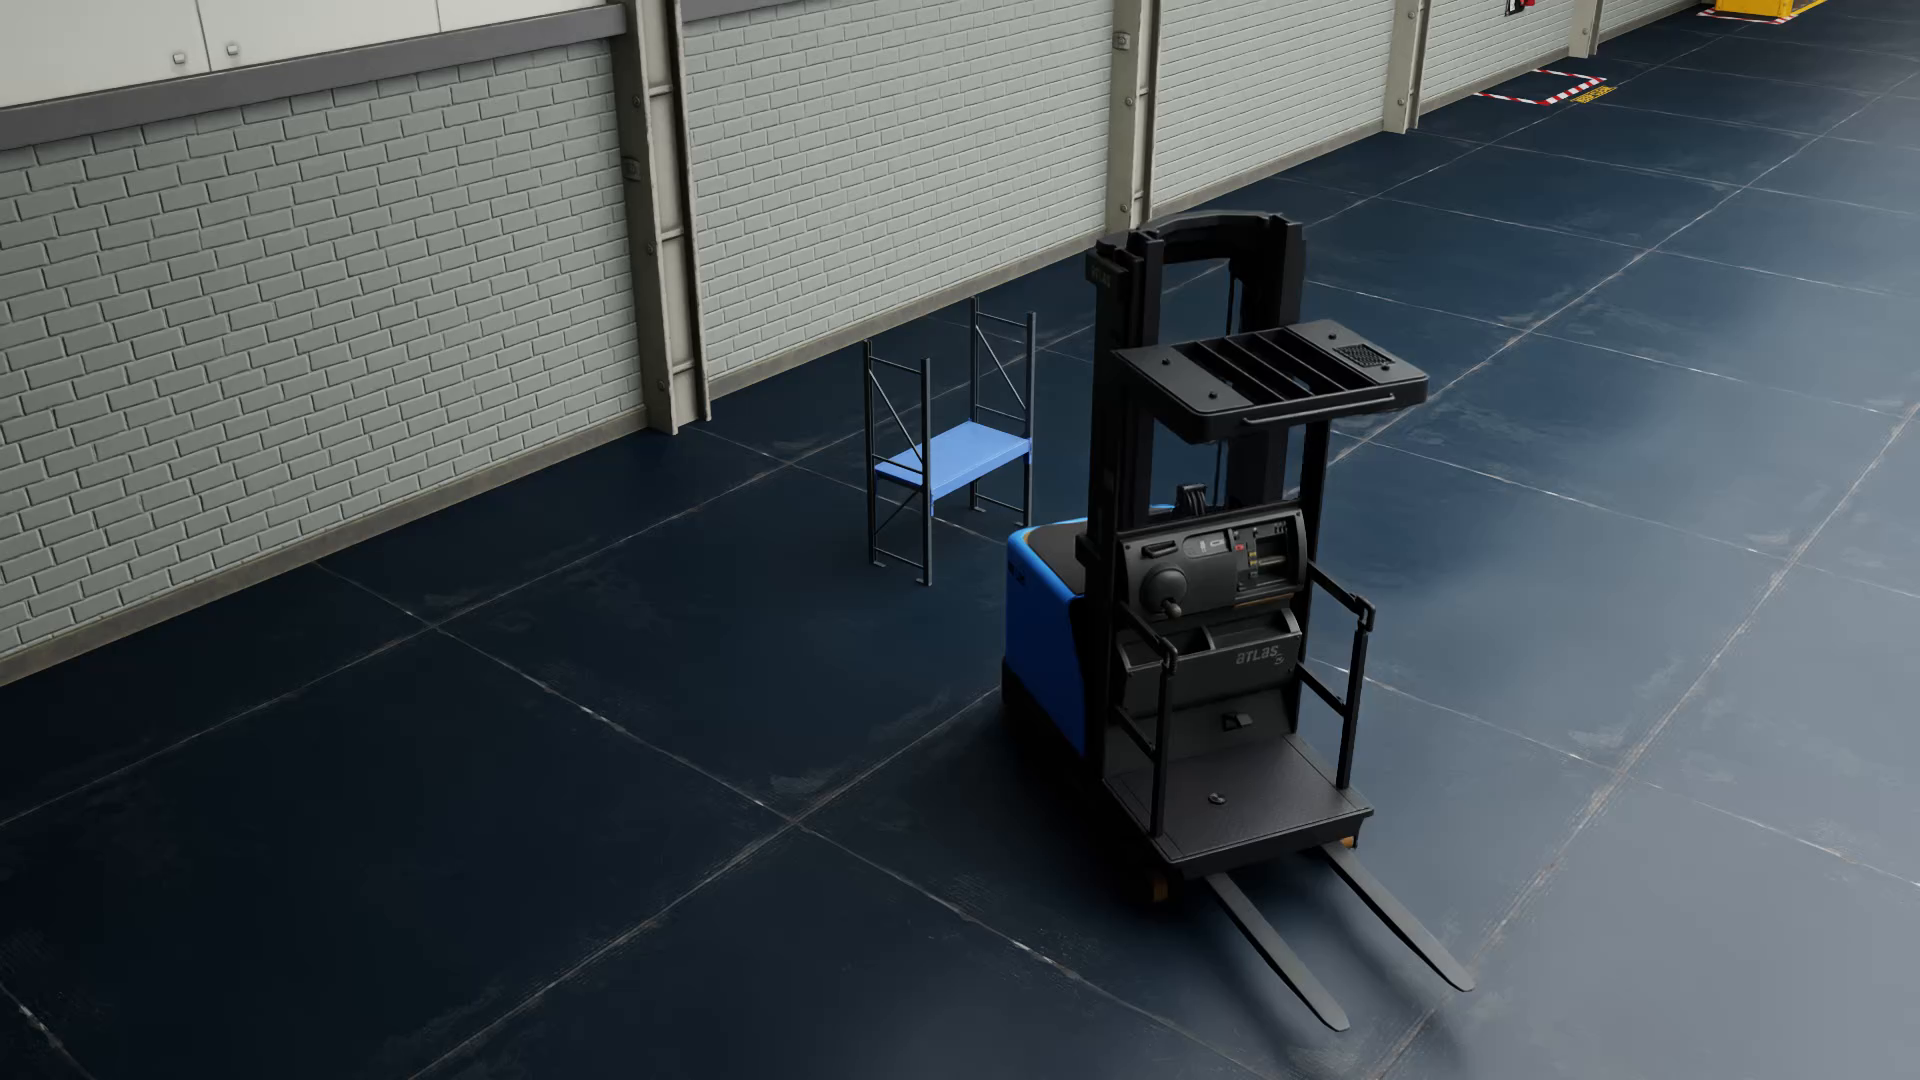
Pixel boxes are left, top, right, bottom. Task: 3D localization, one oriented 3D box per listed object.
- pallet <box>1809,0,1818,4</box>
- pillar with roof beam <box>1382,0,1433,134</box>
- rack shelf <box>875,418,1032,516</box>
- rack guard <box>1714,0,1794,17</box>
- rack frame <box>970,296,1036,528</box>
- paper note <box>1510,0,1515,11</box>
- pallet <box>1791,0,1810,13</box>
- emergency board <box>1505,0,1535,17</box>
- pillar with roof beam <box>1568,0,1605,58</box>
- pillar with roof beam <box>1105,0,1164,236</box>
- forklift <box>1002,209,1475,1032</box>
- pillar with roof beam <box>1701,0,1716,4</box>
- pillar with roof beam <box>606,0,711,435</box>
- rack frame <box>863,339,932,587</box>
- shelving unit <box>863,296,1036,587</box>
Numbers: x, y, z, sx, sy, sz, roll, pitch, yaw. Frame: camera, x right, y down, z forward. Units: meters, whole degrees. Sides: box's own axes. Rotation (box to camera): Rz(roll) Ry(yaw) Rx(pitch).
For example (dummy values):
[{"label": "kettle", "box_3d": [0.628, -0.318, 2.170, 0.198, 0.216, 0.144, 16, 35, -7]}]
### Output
[{"label": "pallet", "box_3d": [14.724, -9.733, 29.465, 1.003, 0.211, 1.213, 21, 34, 34]}, {"label": "pillar with roof beam", "box_3d": [8.822, -7.889, 16.337, 9.100, 9.000, 0.400, 21, 34, 34]}, {"label": "rack shelf", "box_3d": [-0.054, -0.476, 10.561, 0.538, 0.185, 1.000, 21, 34, 34]}, {"label": "rack guard", "box_3d": [13.403, -9.152, 28.030, 1.175, 0.500, 0.348, 21, 34, 34]}, {"label": "rack frame", "box_3d": [0.269, -0.816, 10.827, 0.500, 1.500, 0.032, 21, 34, 34]}, {"label": "paper note", "box_3d": [7.549, -7.311, 22.708, 0.016, 0.148, 0.142, 21, 34, 34]}, {"label": "pallet", "box_3d": [13.947, -9.302, 28.633, 1.003, 0.211, 1.213, 21, 34, 34]}, {"label": "emergency board", "box_3d": [7.715, -7.744, 22.588, 0.194, 1.169, 0.643, 21, 34, 34]}, {"label": "pillar with roof beam", "box_3d": [12.638, -10.016, 20.449, 9.100, 9.000, 0.400, 21, 34, 34]}, {"label": "pillar with roof beam", "box_3d": [5.005, -5.761, 12.225, 9.100, 9.000, 0.400, 21, 34, 34]}, {"label": "forklift", "box_3d": [1.247, 0.150, 7.402, 1.130, 2.935, 3.031, -10, 29, -19]}, {"label": "pillar with roof beam", "box_3d": [16.455, -12.143, 24.561, 9.100, 9.000, 0.400, 21, 34, 34]}, {"label": "pillar with roof beam", "box_3d": [1.189, -3.634, 8.113, 9.100, 9.000, 0.400, 21, 34, 34]}, {"label": "rack frame", "box_3d": [-0.378, -0.456, 10.130, 0.500, 1.500, 0.032, 21, 34, 34]}, {"label": "shelving unit", "box_3d": [-0.054, -0.636, 10.479, 0.538, 1.500, 1.048, 21, 34, 34]}]
